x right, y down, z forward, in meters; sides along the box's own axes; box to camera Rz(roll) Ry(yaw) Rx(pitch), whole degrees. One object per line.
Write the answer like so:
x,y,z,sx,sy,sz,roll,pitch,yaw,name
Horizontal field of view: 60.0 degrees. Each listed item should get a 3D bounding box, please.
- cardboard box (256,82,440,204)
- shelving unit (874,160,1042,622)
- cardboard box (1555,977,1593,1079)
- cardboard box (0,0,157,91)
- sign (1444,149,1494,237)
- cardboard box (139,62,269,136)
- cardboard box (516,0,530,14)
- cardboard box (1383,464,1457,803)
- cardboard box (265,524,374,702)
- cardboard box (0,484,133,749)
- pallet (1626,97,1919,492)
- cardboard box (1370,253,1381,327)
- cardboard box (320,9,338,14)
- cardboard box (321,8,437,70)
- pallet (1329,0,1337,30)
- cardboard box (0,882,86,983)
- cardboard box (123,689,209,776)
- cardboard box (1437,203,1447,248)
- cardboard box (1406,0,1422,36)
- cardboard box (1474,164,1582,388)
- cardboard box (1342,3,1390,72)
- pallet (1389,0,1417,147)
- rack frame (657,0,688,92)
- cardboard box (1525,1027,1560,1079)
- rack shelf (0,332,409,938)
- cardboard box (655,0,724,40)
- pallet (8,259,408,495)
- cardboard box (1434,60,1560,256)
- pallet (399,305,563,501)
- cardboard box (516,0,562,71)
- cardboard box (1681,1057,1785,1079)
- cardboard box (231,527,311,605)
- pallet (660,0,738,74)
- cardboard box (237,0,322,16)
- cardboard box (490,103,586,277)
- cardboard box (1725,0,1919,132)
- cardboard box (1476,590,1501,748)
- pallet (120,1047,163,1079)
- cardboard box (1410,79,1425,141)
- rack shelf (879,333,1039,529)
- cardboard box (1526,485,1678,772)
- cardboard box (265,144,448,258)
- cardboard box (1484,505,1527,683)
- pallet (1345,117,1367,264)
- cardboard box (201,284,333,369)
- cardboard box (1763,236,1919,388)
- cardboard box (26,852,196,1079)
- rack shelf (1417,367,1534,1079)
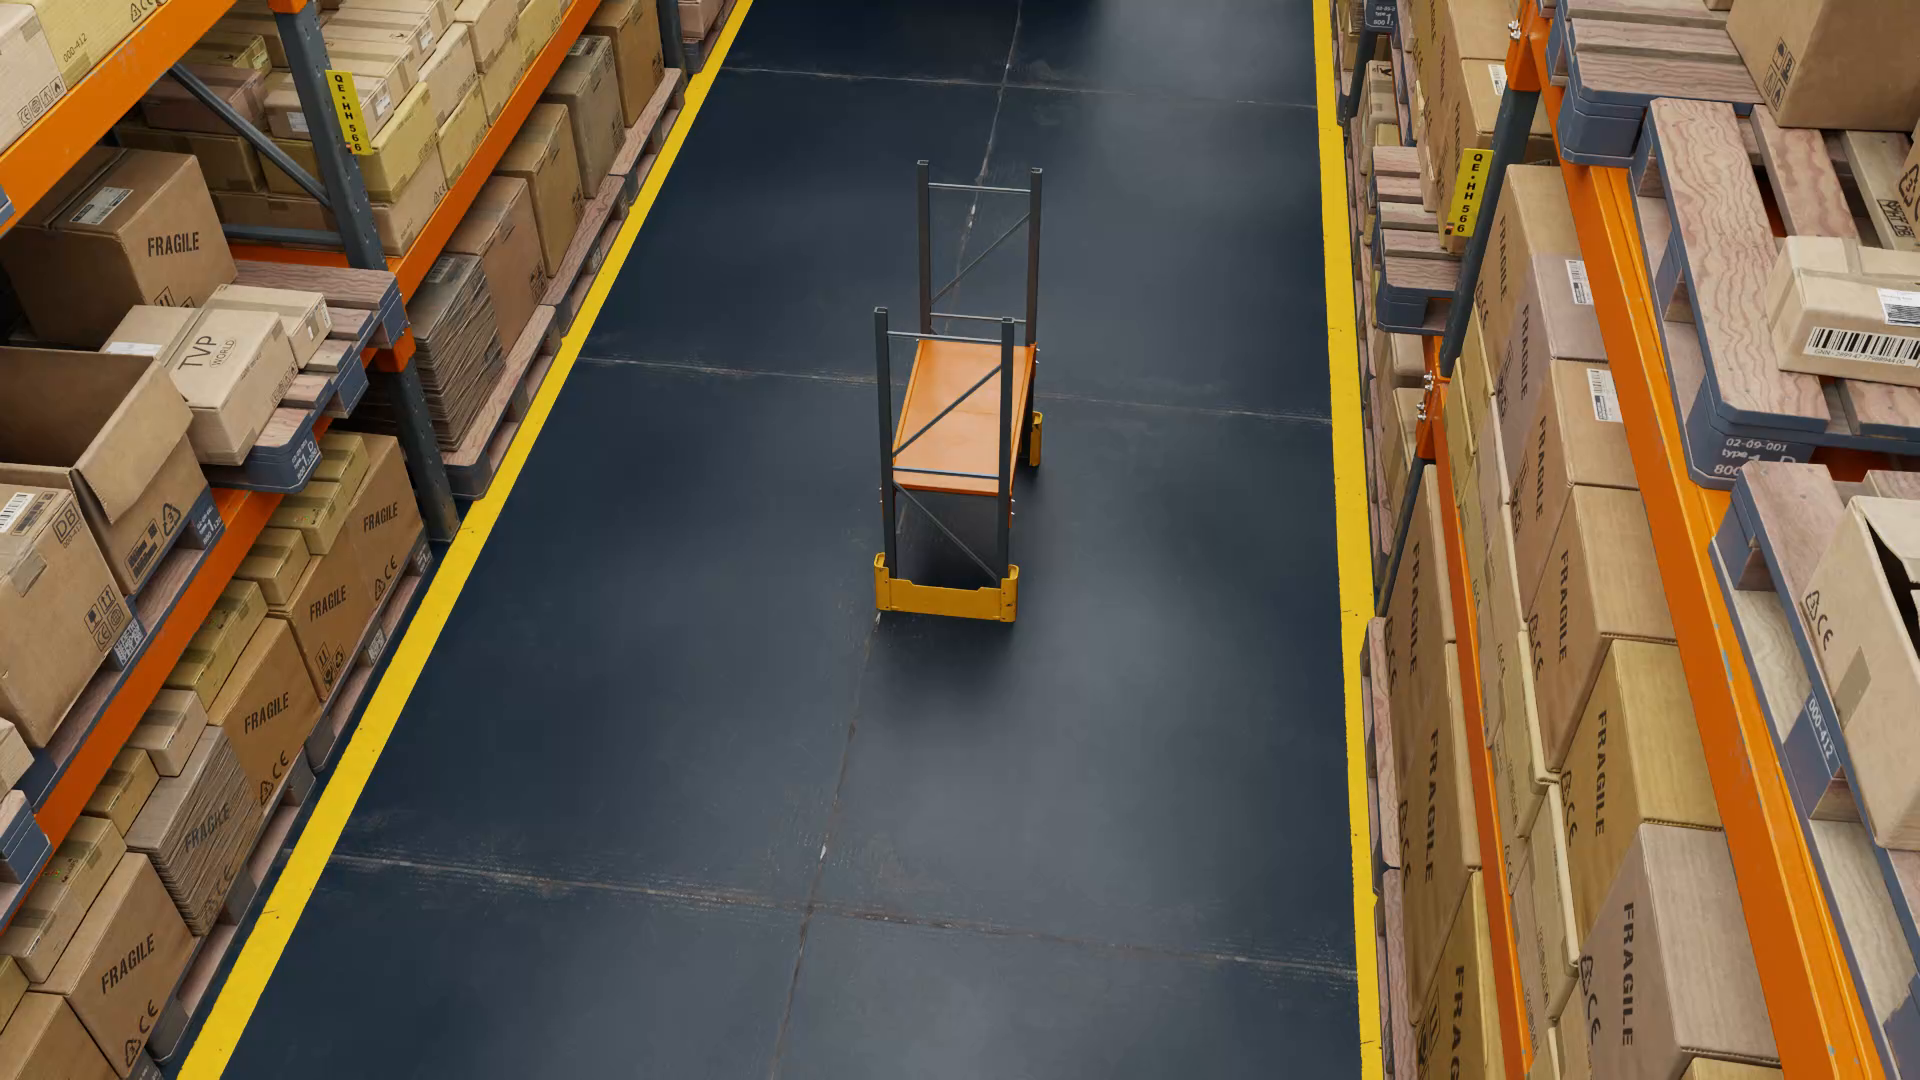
-2.373,-1.563,6.465,0.500,0.250,0.500,5,44,5,cardboard box
0.010,-0.597,6.789,0.587,1.500,1.083,5,44,6,shelving unit
1.569,1.225,3.520,0.500,0.250,0.500,6,44,7,cardboard box
-2.592,-1.479,4.557,0.500,0.250,0.500,5,44,6,cardboard box
1.683,-1.144,5.492,0.100,0.325,0.005,5,44,6,sign
-2.856,-1.670,6.288,0.380,0.149,0.250,7,44,7,cardboard box
-2.201,-2.612,7.573,0.500,0.250,0.500,6,44,6,cardboard box
2.048,0.373,5.915,0.875,0.875,0.875,5,44,5,cardboard box
-2.618,0.245,6.323,0.500,0.500,0.500,5,44,5,cardboard box
-2.770,0.182,4.498,0.700,0.500,0.500,5,44,5,cardboard box
2.044,-0.524,3.578,1.003,0.211,1.213,7,44,7,pallet
2.502,-1.312,8.060,0.950,0.372,0.625,7,44,7,cardboard box
-2.780,-2.307,7.250,0.500,0.250,0.500,5,44,5,cardboard box
-2.322,-1.980,6.615,0.380,0.149,0.250,6,44,7,cardboard box
2.963,-3.718,11.023,1.003,0.211,1.213,5,44,6,pallet
-2.841,1.140,4.905,0.380,0.149,0.250,5,44,5,cardboard box
-2.716,0.622,5.452,0.380,0.149,0.250,3,44,4,cardboard box
1.996,-1.205,6.218,0.380,0.149,0.250,6,44,6,cardboard box
2.203,-2.411,7.020,0.500,0.500,0.500,4,44,4,cardboard box
1.914,-0.795,5.108,0.500,0.500,0.500,4,44,4,cardboard box
2.562,-3.017,9.949,0.500,0.250,0.500,7,44,7,cardboard box
2.443,-1.993,7.313,1.003,0.211,1.213,5,44,6,pallet
-2.170,-3.884,9.171,1.000,3.000,0.127,5,44,6,rack frame
1.571,1.395,3.704,0.500,0.250,0.500,5,44,5,cardboard box
-2.963,0.466,5.100,1.077,0.370,4.000,5,44,6,rack shelf
-1.778,-3.338,10.288,0.500,0.250,0.500,6,44,6,cardboard box
-2.719,-0.620,5.863,1.213,0.211,1.003,5,44,6,pallet
2.006,-1.342,5.891,0.500,0.500,0.500,4,44,4,cardboard box
-2.551,-0.703,7.839,1.003,0.211,1.213,5,44,6,pallet
-2.195,-2.431,7.745,0.500,0.250,0.500,7,44,7,cardboard box
1.503,1.290,2.906,0.500,0.500,0.500,7,44,7,cardboard box
-2.597,0.085,6.019,0.380,0.149,0.250,4,44,4,cardboard box
-2.023,-3.410,10.698,1.003,0.211,1.213,5,44,6,pallet
-2.874,-2.203,6.851,0.380,0.149,0.250,4,44,5,cardboard box
-2.435,-1.777,8.367,0.875,0.625,0.625,4,44,4,cardboard box
2.279,-1.296,3.877,0.700,0.500,0.500,3,44,3,cardboard box
1.782,0.364,4.793,0.500,0.250,0.500,7,44,7,cardboard box
-3.157,2.023,4.961,1.003,0.211,1.213,5,44,6,pallet
2.048,-1.741,6.784,0.380,0.149,0.250,6,44,6,cardboard box
0.011,-0.472,6.919,0.538,0.185,1.000,5,44,6,rack shelf
1.705,0.239,4.016,0.500,0.500,0.500,6,44,6,cardboard box
-2.398,-1.384,6.639,0.500,0.250,0.500,5,44,6,cardboard box
1.763,0.177,4.627,0.500,0.250,0.500,5,44,5,cardboard box
2.649,-1.892,9.095,1.003,0.211,1.213,5,44,6,pallet
-2.405,-0.737,5.724,0.380,0.149,0.250,6,44,6,cardboard box
1.794,-0.443,3.219,0.380,0.166,0.250,9,44,9,cardboard box
-2.810,1.310,5.197,0.500,0.500,0.500,4,44,4,cardboard box
1.958,0.915,4.626,1.077,0.370,4.000,5,44,6,rack shelf
